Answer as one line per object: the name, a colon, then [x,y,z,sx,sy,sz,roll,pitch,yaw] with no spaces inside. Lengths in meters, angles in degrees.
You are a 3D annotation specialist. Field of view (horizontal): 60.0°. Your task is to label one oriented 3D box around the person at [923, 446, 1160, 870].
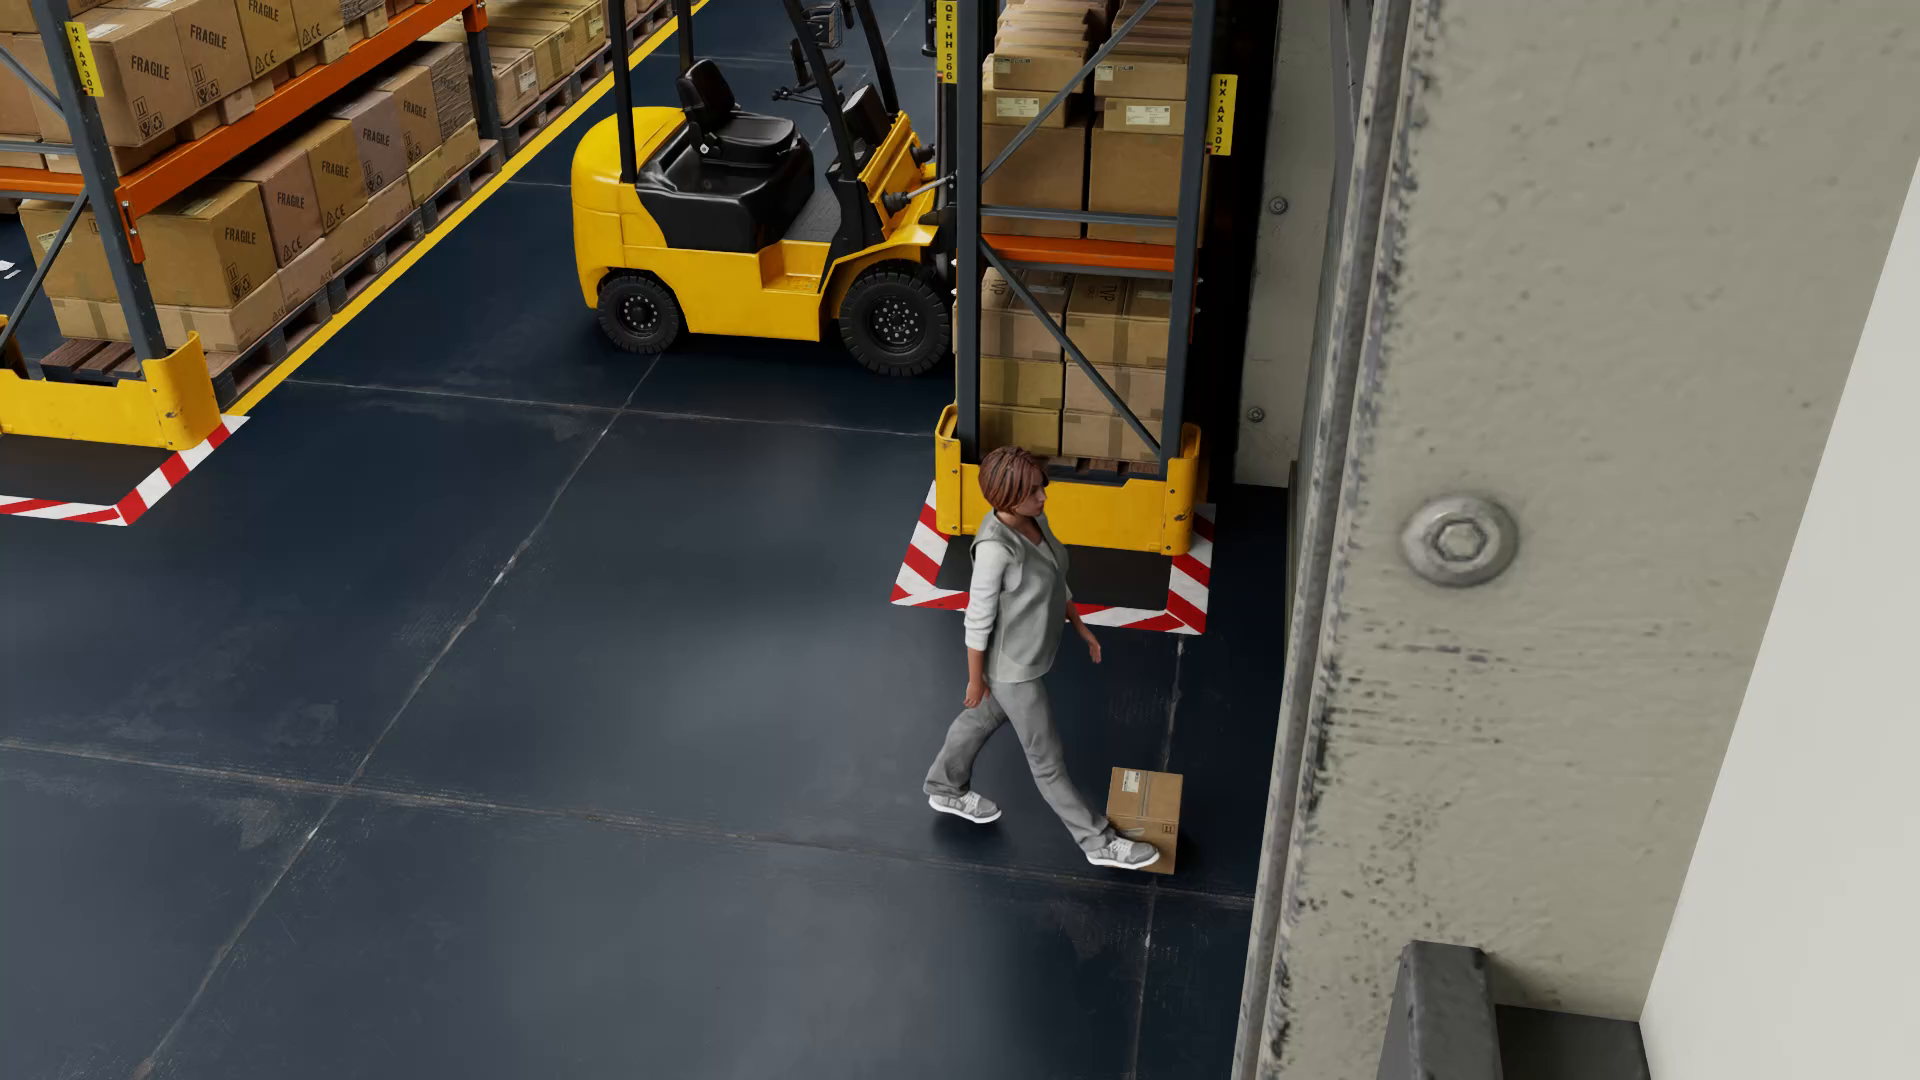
person: [0.291,0.388,5.529,0.888,1.562,0.417,8,34,13]
